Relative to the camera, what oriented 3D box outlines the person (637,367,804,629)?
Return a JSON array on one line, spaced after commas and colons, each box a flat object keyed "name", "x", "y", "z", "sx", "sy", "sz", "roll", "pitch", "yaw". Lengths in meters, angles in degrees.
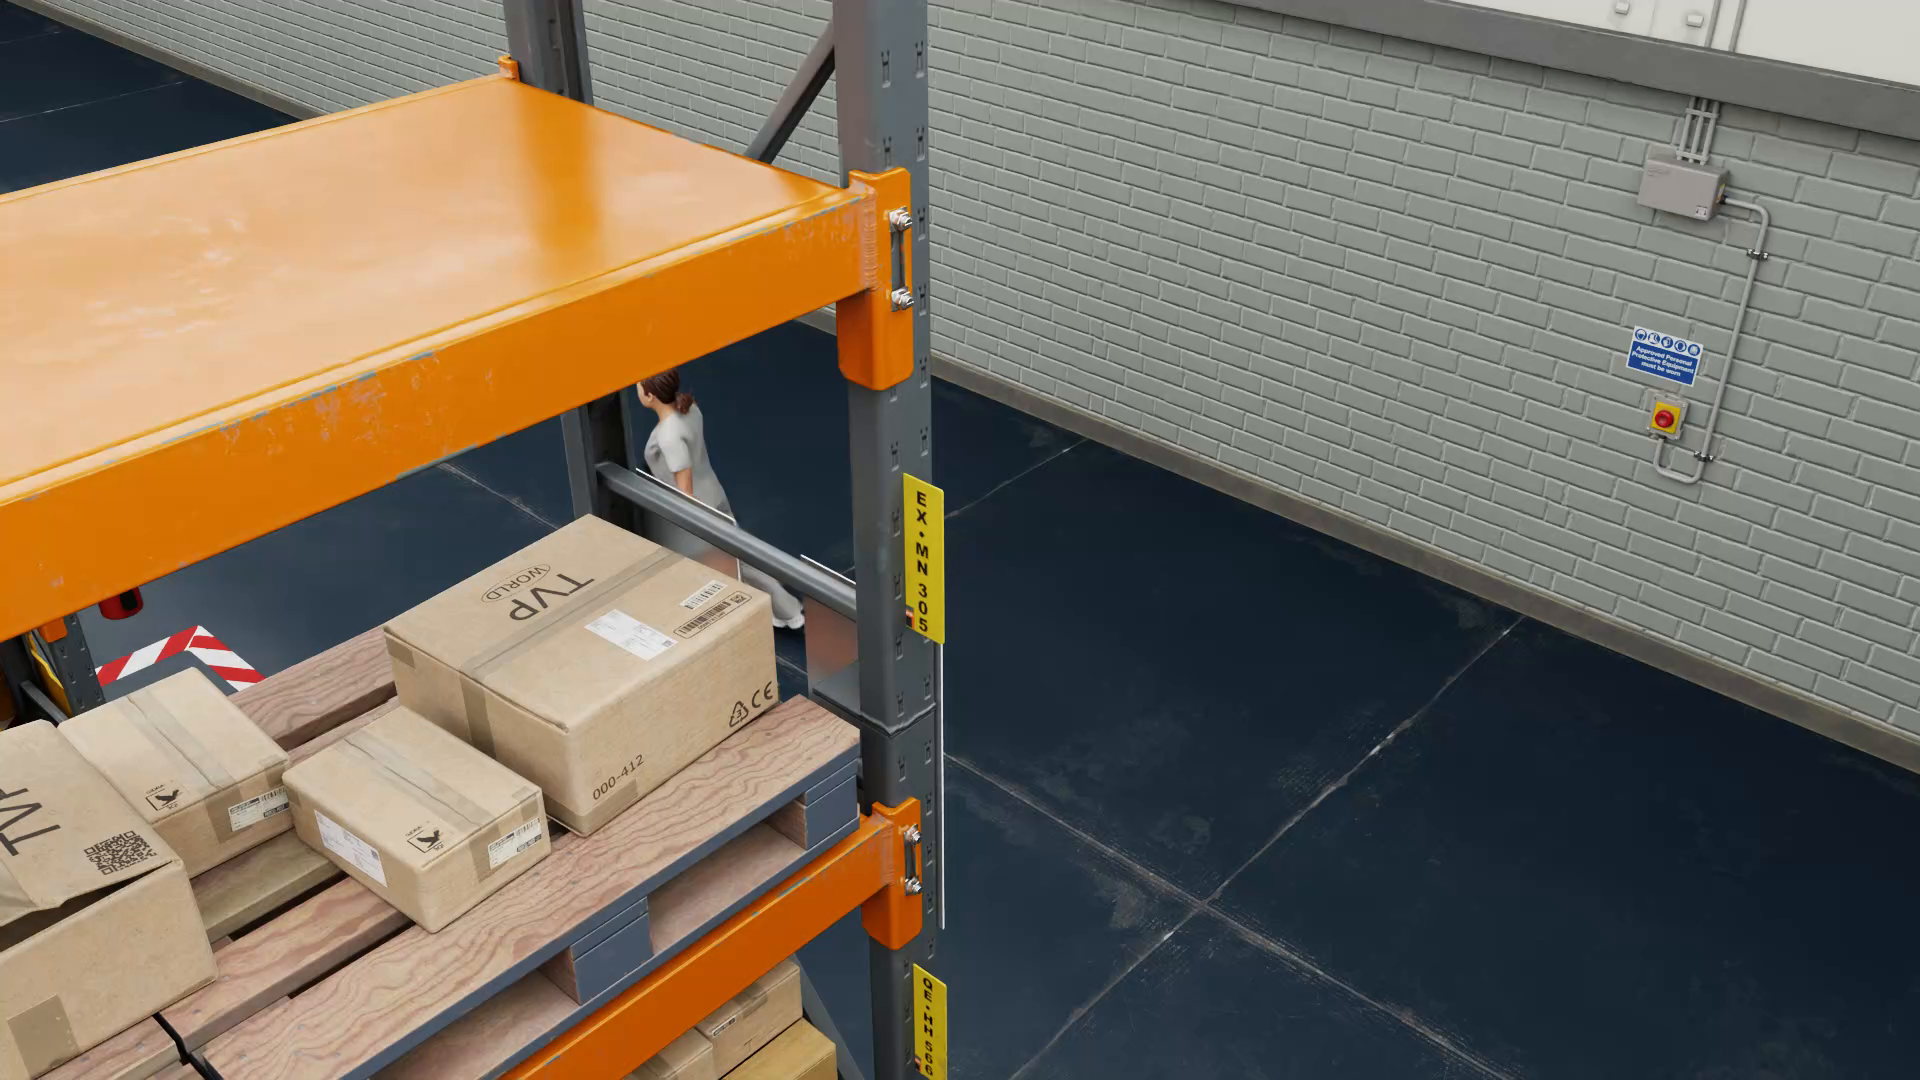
[{"name": "person", "x": -1.224, "y": -0.138, "z": 8.236, "sx": 0.825, "sy": 1.616, "sz": 0.562, "roll": 7, "pitch": 32, "yaw": 11}]
